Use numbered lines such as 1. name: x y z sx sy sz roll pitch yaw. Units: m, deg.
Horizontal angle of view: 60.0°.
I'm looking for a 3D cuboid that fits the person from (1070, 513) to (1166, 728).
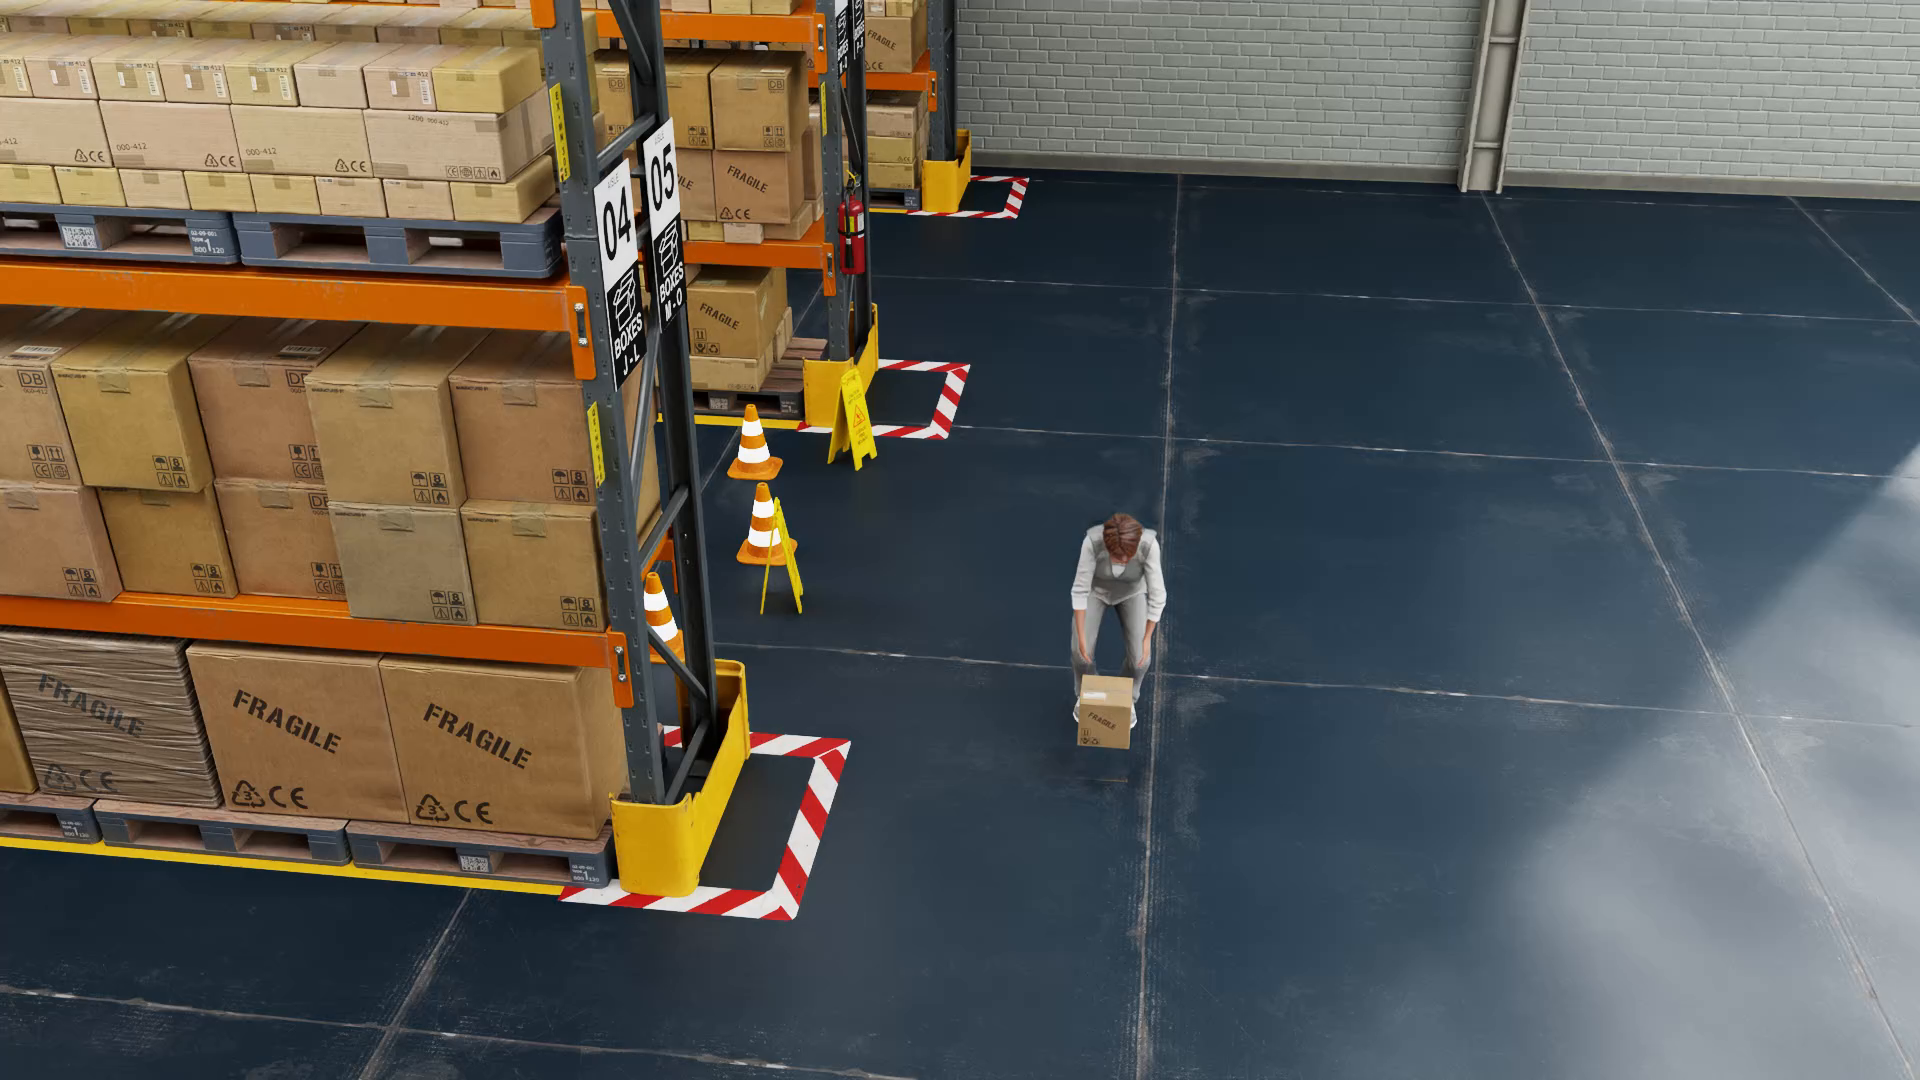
1. person: 0.789 0.354 8.307 0.463 1.298 0.656 4 29 6
